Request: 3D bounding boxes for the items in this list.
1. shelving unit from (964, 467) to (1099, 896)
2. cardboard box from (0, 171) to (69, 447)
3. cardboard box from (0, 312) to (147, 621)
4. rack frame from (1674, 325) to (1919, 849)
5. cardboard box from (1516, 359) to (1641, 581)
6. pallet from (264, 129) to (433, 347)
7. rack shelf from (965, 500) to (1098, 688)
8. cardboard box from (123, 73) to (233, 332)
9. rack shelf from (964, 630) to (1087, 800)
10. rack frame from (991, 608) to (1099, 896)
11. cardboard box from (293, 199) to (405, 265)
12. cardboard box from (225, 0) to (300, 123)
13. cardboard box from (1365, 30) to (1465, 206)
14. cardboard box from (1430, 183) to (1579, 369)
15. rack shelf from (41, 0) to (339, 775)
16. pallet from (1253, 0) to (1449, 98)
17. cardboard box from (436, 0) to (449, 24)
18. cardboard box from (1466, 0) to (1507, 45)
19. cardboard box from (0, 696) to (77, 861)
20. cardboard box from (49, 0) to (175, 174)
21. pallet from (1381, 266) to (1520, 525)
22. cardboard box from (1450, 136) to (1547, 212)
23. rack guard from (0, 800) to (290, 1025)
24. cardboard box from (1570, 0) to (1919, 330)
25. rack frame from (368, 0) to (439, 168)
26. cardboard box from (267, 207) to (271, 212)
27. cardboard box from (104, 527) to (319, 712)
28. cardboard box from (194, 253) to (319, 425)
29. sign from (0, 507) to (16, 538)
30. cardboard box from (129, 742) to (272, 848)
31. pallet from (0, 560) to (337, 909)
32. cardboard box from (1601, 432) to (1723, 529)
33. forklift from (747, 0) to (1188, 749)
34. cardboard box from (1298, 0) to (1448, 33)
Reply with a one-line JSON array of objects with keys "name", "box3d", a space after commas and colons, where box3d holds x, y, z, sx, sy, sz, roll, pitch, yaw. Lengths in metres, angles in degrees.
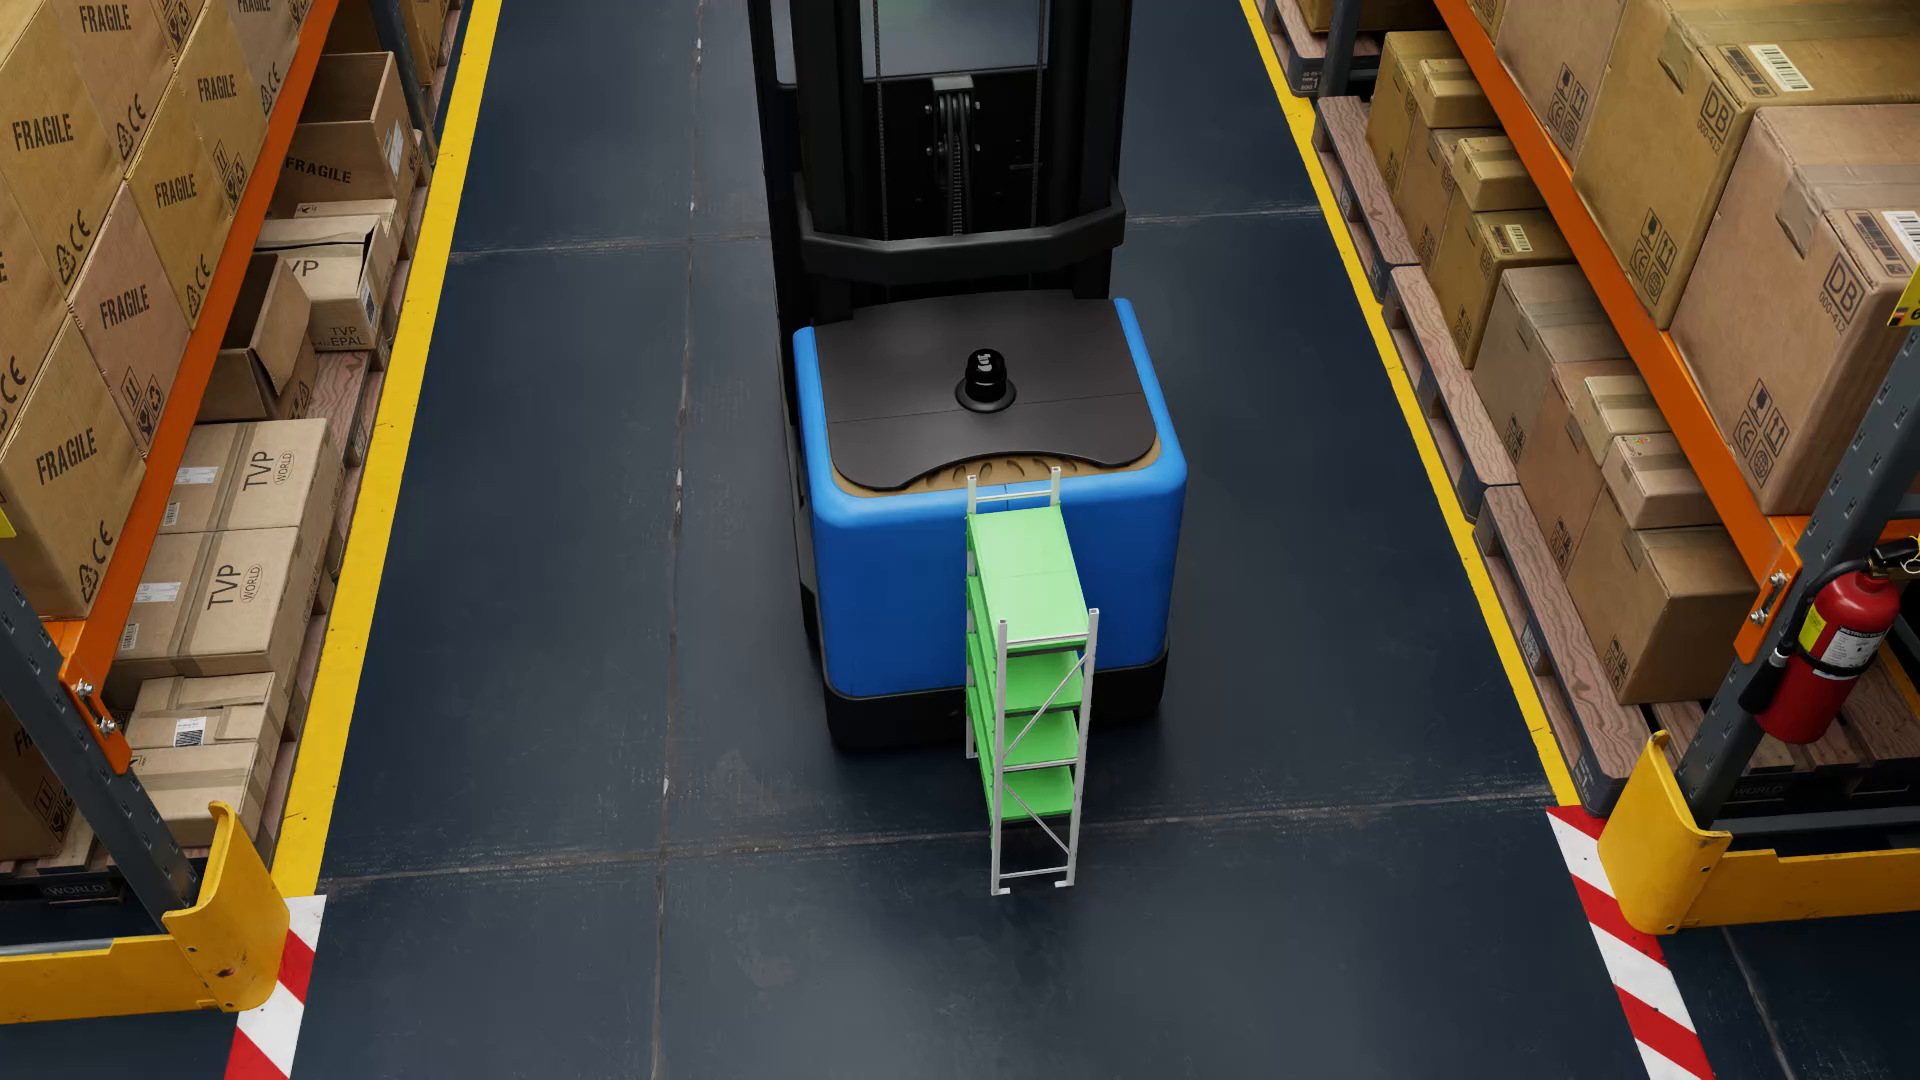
[{"name": "shelving unit", "box3d": [0.174, 0.417, 4.529, 0.258, 1.200, 0.503, -6, 47, -6]}, {"name": "cardboard box", "box3d": [-2.248, -0.501, 3.401, 0.500, 0.500, 0.500, -2, 47, -2]}, {"name": "cardboard box", "box3d": [-2.248, -0.157, 3.764, 0.500, 0.500, 0.500, -3, 47, -2]}, {"name": "rack frame", "box3d": [2.462, -0.090, 3.769, 1.000, 3.000, 0.127, -3, 47, -3]}, {"name": "cardboard box", "box3d": [2.262, -0.237, 5.341, 0.700, 0.500, 0.500, -4, 47, -3]}, {"name": "pallet", "box3d": [-2.752, -1.224, 6.764, 1.003, 0.211, 1.213, -3, 47, -3]}, {"name": "rack shelf", "box3d": [0.174, 0.131, 4.226, 0.258, 0.148, 0.480, -6, 47, -6]}, {"name": "cardboard box", "box3d": [-2.335, -0.894, 4.462, 0.500, 0.500, 0.500, -4, 47, -3]}, {"name": "rack shelf", "box3d": [0.174, 0.461, 4.575, 0.258, 0.148, 0.480, -6, 47, -6]}, {"name": "rack frame", "box3d": [0.209, 0.592, 4.362, 0.240, 1.200, 0.015, -6, 47, -6]}, {"name": "cardboard box", "box3d": [-2.387, -1.188, 6.470, 0.380, 0.149, 0.250, -3, 47, -3]}, {"name": "cardboard box", "box3d": [-2.421, -1.624, 5.153, 0.500, 0.500, 0.500, -3, 47, -2]}, {"name": "cardboard box", "box3d": [2.088, -1.721, 6.747, 0.700, 0.500, 0.500, -3, 47, -3]}, {"name": "cardboard box", "box3d": [2.168, -0.986, 6.050, 0.700, 0.500, 0.500, -3, 47, -2]}, {"name": "rack shelf", "box3d": [-2.641, -0.986, 5.113, 1.077, 0.370, 4.000, -3, 47, -3]}, {"name": "pallet", "box3d": [1.988, -2.579, 8.047, 1.003, 0.211, 1.213, -3, 47, -3]}, {"name": "cardboard box", "box3d": [-2.662, -2.722, 7.680, 0.500, 0.500, 0.500, -3, 47, -3]}, {"name": "cardboard box", "box3d": [2.212, -2.165, 5.528, 0.980, 0.700, 0.700, -5, 47, -4]}, {"name": "cardboard box", "box3d": [-2.764, 0.544, 4.588, 0.500, 0.500, 0.500, -3, 47, -3]}, {"name": "cardboard box", "box3d": [-2.336, -1.241, 4.102, 0.500, 0.500, 0.500, -3, 47, -3]}, {"name": "pallet", "box3d": [2.219, -0.585, 6.159, 1.003, 0.211, 1.213, -3, 47, -3]}, {"name": "cardboard box", "box3d": [1.979, -1.308, 5.908, 0.380, 0.149, 0.250, -5, 47, -4]}, {"name": "rack guard", "box3d": [-2.480, 1.019, 4.441, 1.175, 0.500, 0.348, -3, 47, -3]}, {"name": "cardboard box", "box3d": [2.338, -1.087, 4.507, 0.980, 0.700, 0.700, -4, 47, -4]}, {"name": "rack frame", "box3d": [-2.808, -2.680, 6.222, 1.000, 3.000, 0.127, -3, 47, -3]}, {"name": "cardboard box", "box3d": [-2.989, -1.590, 6.739, 0.500, 0.311, 0.500, -3, 47, -3]}, {"name": "cardboard box", "box3d": [-2.278, 0.236, 5.051, 0.500, 0.250, 0.500, -3, 47, -3]}, {"name": "cardboard box", "box3d": [-2.646, -0.614, 5.682, 0.797, 0.503, 0.637, -3, 47, -3]}, {"name": "sign", "box3d": [-1.933, -0.117, 3.198, 0.100, 0.325, 0.005, -3, 47, -3]}, {"name": "cardboard box", "box3d": [-2.166, 0.719, 4.663, 0.380, 0.149, 0.250, -3, 47, -3]}, {"name": "pallet", "box3d": [-2.548, 0.541, 5.092, 1.003, 0.211, 1.213, -3, 47, -3]}, {"name": "cardboard box", "box3d": [2.112, -0.180, 4.840, 0.380, 0.149, 0.250, -4, 47, -4]}, {"name": "forklift", "box3d": [-0.090, -1.457, 5.111, 1.130, 2.935, 3.031, -6, 47, -6]}, {"name": "cardboard box", "box3d": [1.944, -2.851, 7.576, 0.750, 0.750, 0.750, -3, 47, -3]}]
